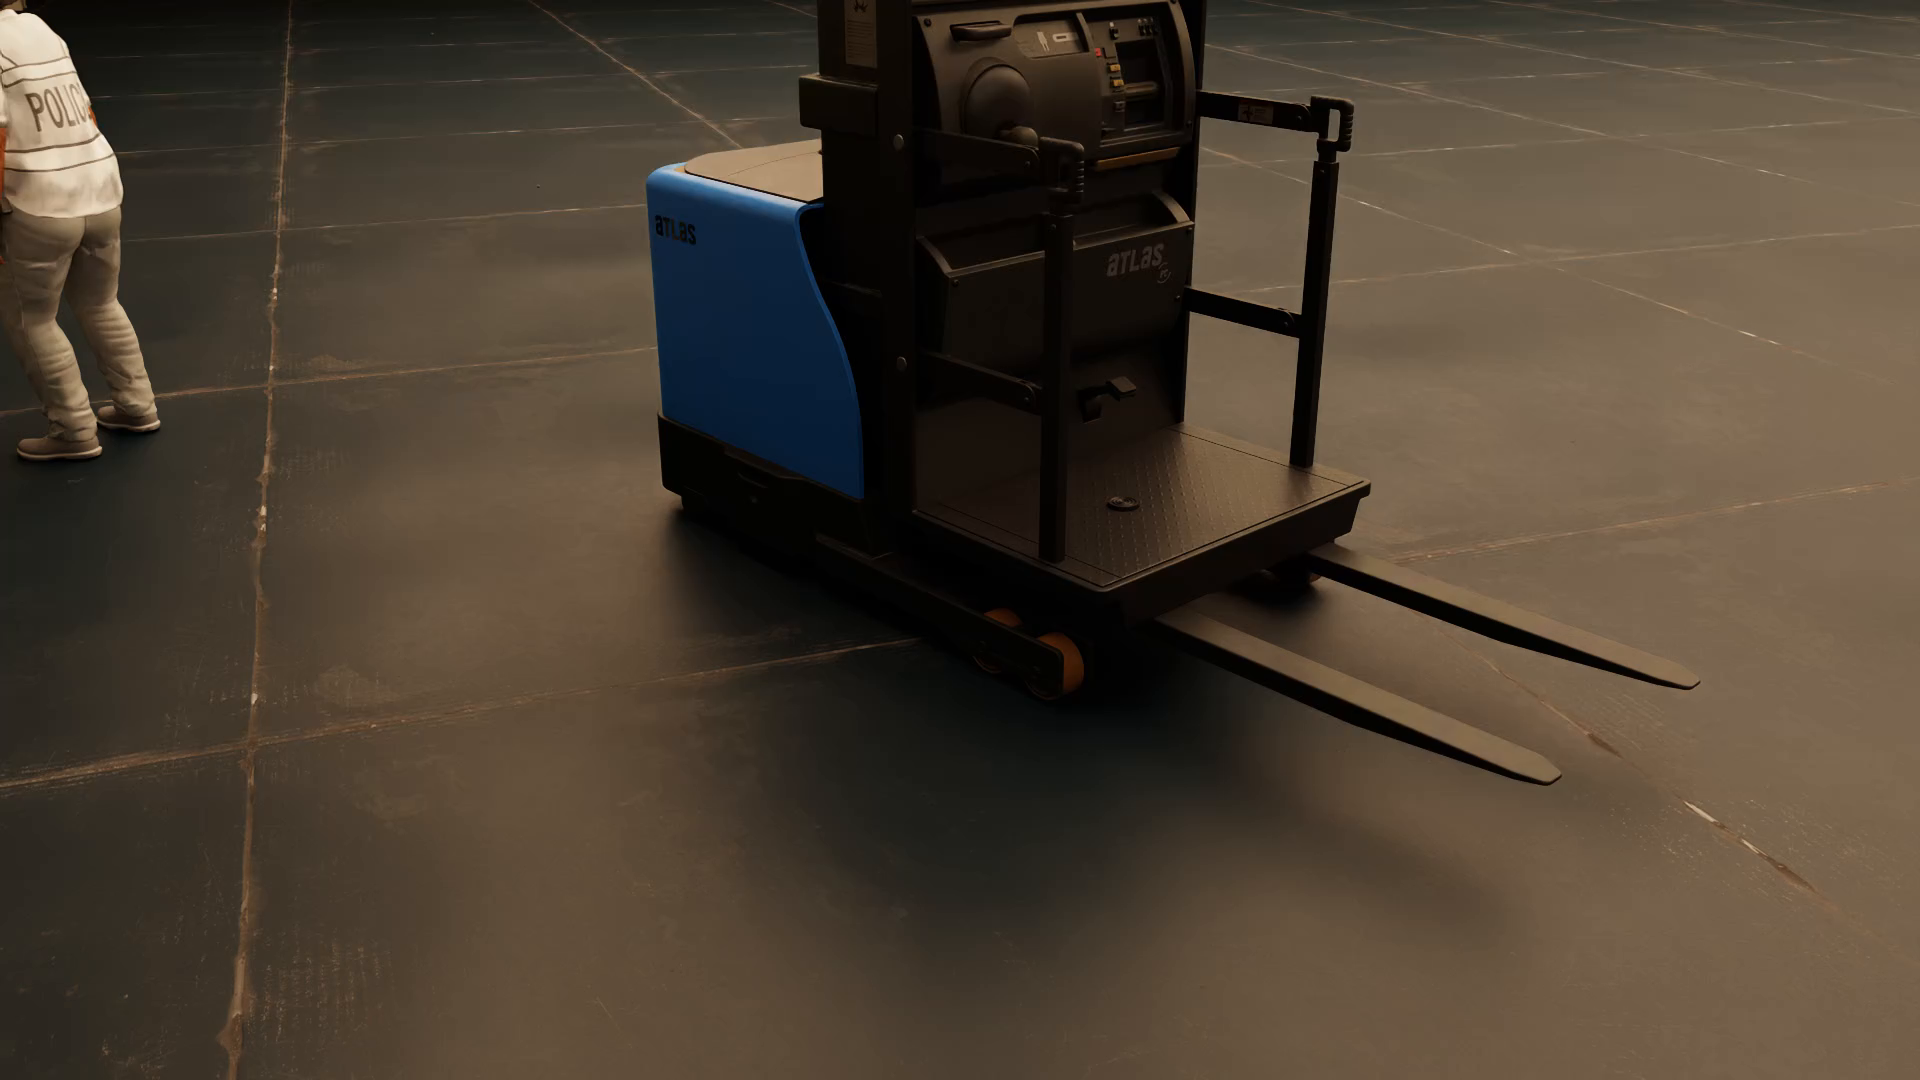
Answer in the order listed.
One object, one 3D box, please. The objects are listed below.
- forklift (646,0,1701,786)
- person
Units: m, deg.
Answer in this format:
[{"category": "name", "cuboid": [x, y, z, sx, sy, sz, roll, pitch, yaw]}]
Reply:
[{"category": "forklift", "cuboid": [0.409, -1.176, 4.096, 1.130, 2.935, 3.031, -19, 30, -38]}, {"category": "person", "cuboid": [-3.070, -1.107, 5.566, 0.471, 1.665, 0.562, 6, 23, 13]}]
